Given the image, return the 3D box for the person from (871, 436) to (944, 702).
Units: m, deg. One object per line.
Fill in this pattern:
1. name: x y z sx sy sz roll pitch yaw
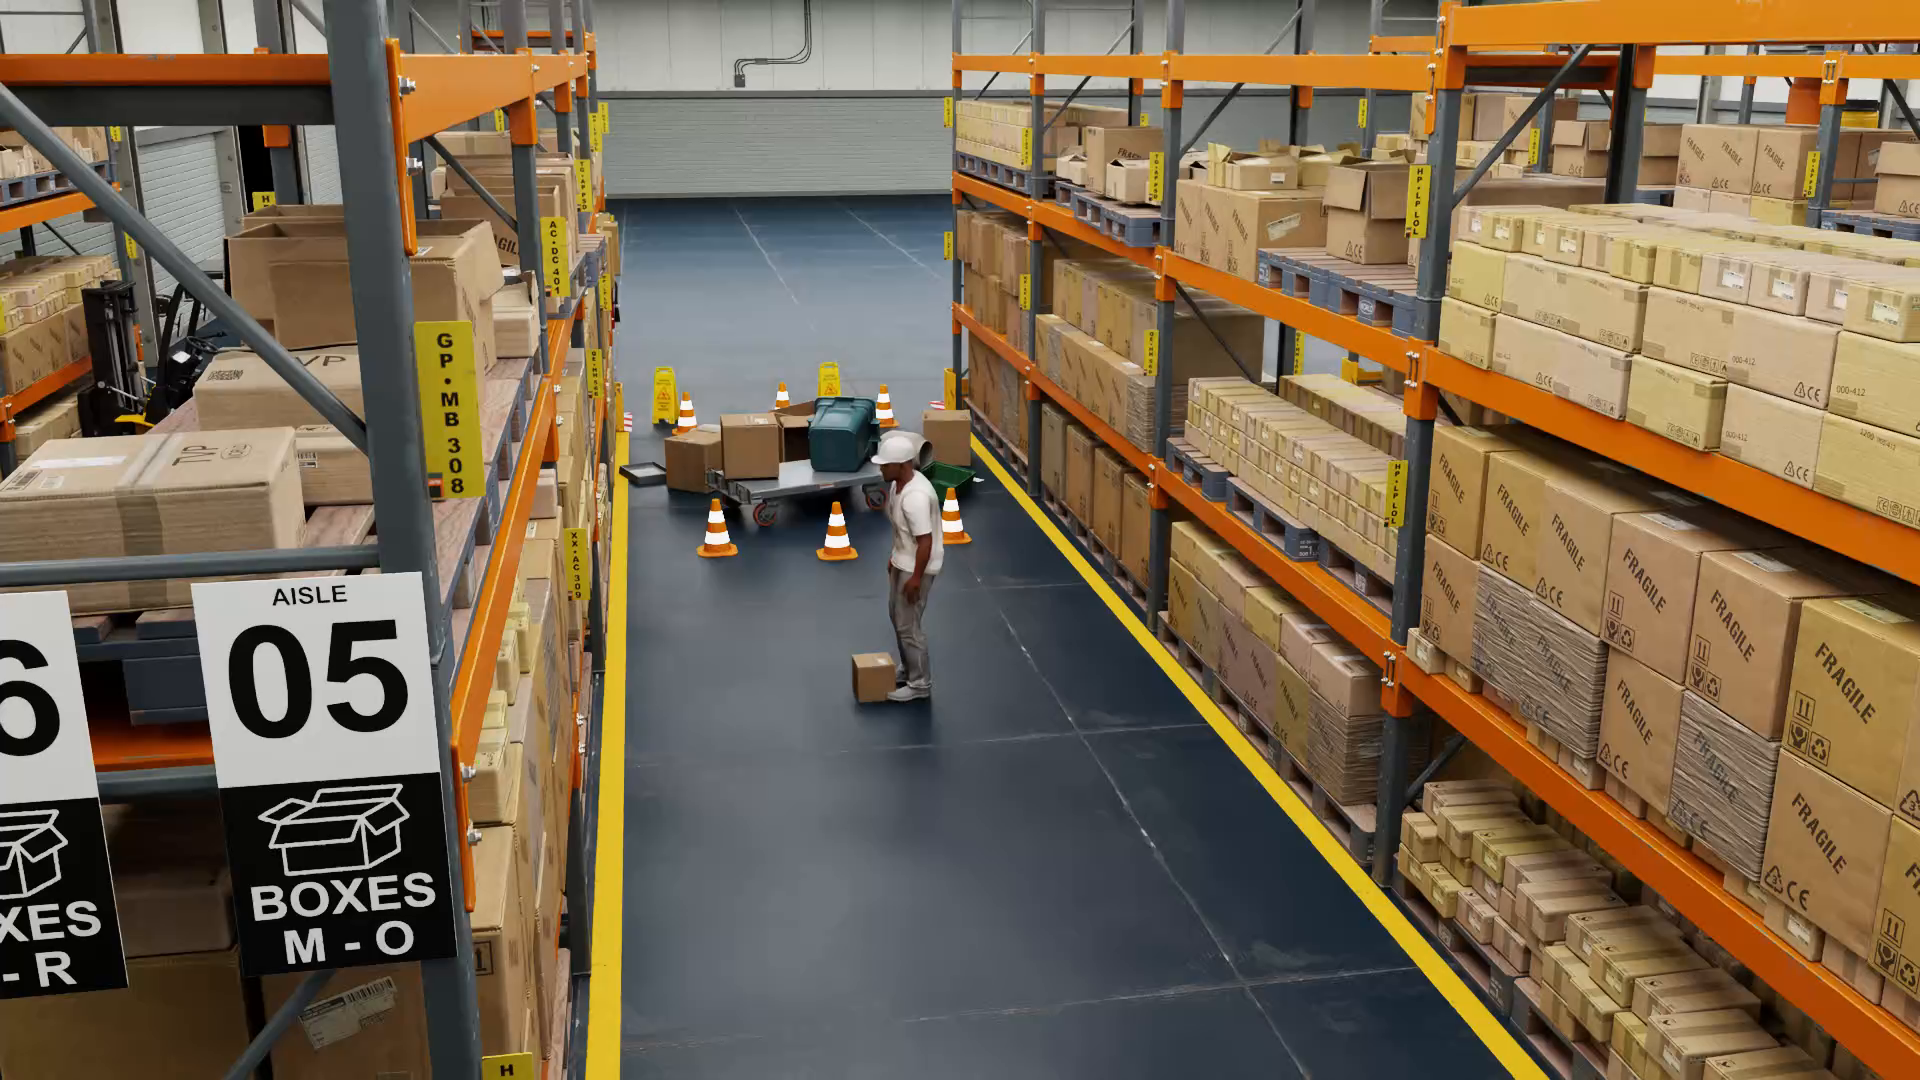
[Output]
1. person: -0.347 0.175 10.903 0.461 1.759 0.619 -4 17 -13
